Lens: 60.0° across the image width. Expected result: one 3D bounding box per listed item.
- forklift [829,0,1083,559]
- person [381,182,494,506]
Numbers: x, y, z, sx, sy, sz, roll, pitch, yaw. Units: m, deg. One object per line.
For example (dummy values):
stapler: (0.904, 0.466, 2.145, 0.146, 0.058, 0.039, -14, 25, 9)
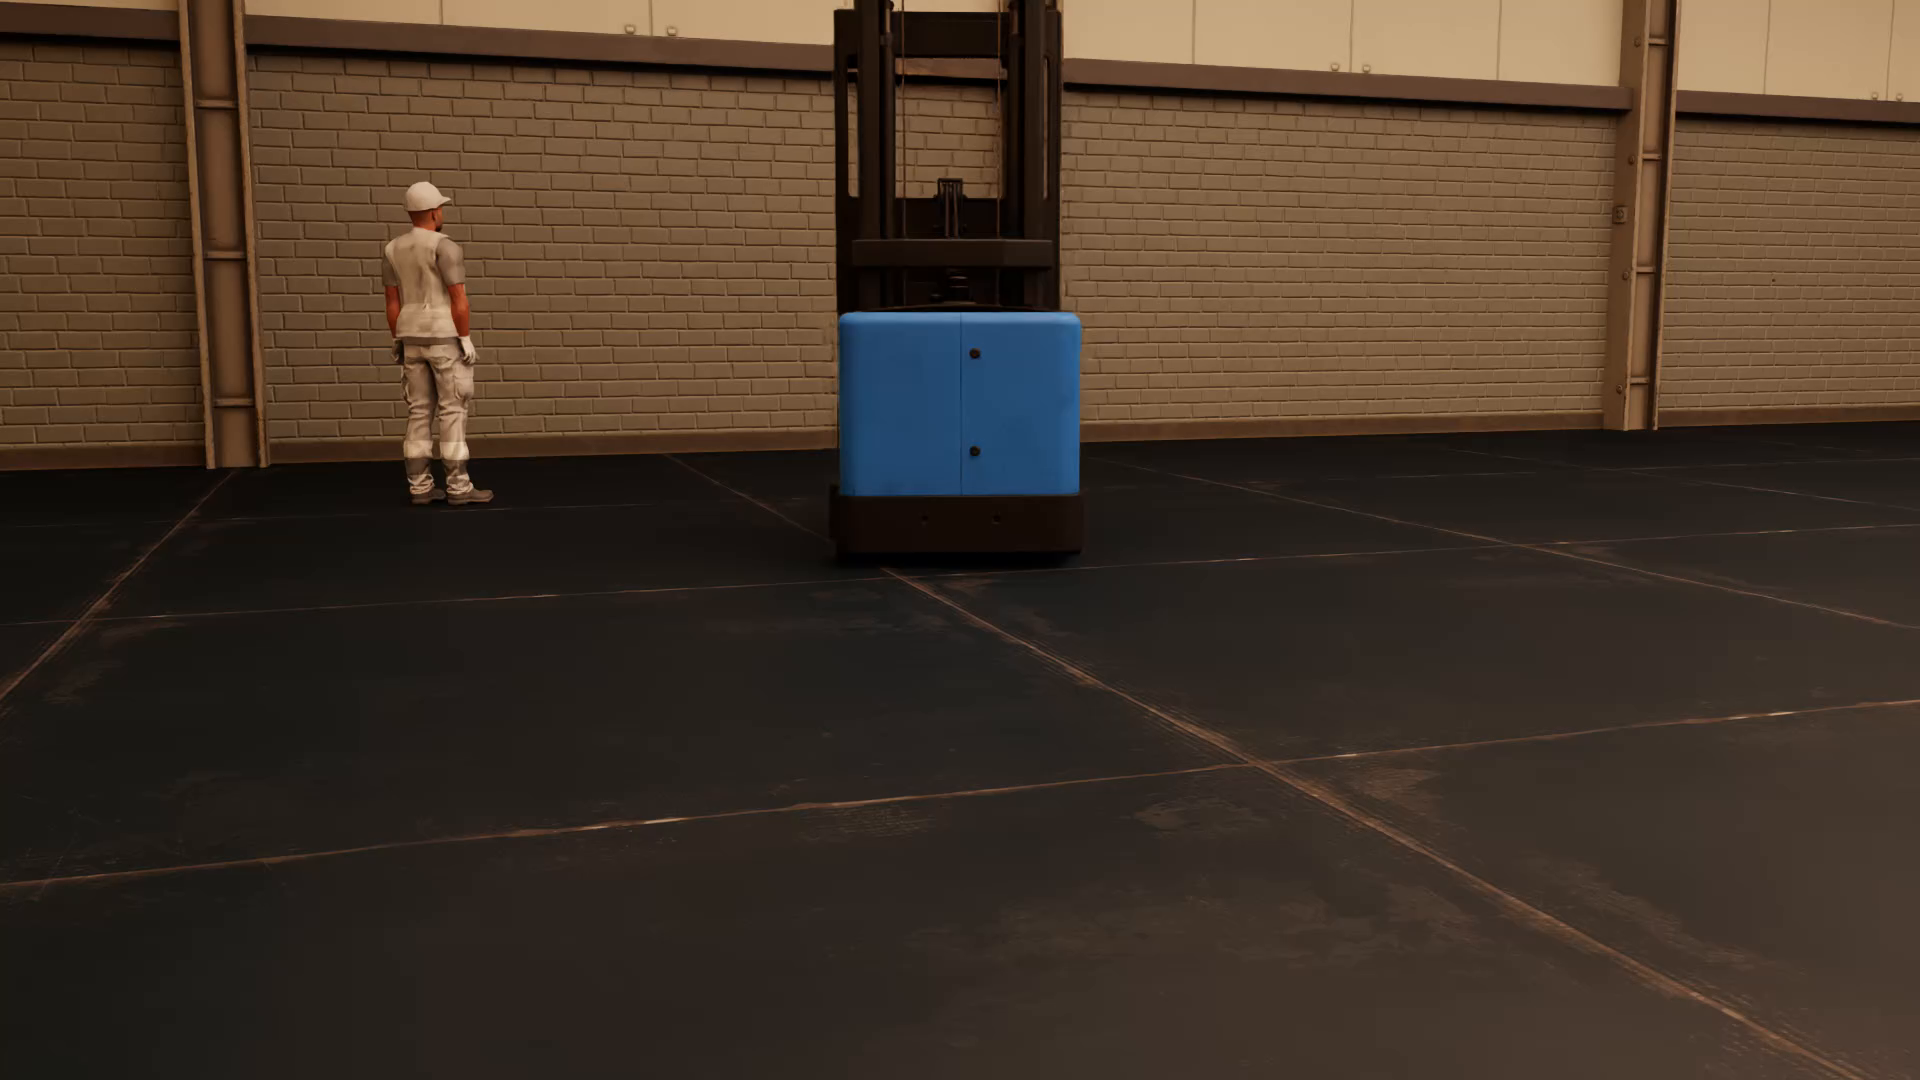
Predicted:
forklift: (-0.072, -1.532, 8.316, 1.130, 2.935, 3.031, 0, 8, -3)
person: (-2.955, -1.098, 9.358, 0.534, 1.795, 0.371, 3, 8, 18)
